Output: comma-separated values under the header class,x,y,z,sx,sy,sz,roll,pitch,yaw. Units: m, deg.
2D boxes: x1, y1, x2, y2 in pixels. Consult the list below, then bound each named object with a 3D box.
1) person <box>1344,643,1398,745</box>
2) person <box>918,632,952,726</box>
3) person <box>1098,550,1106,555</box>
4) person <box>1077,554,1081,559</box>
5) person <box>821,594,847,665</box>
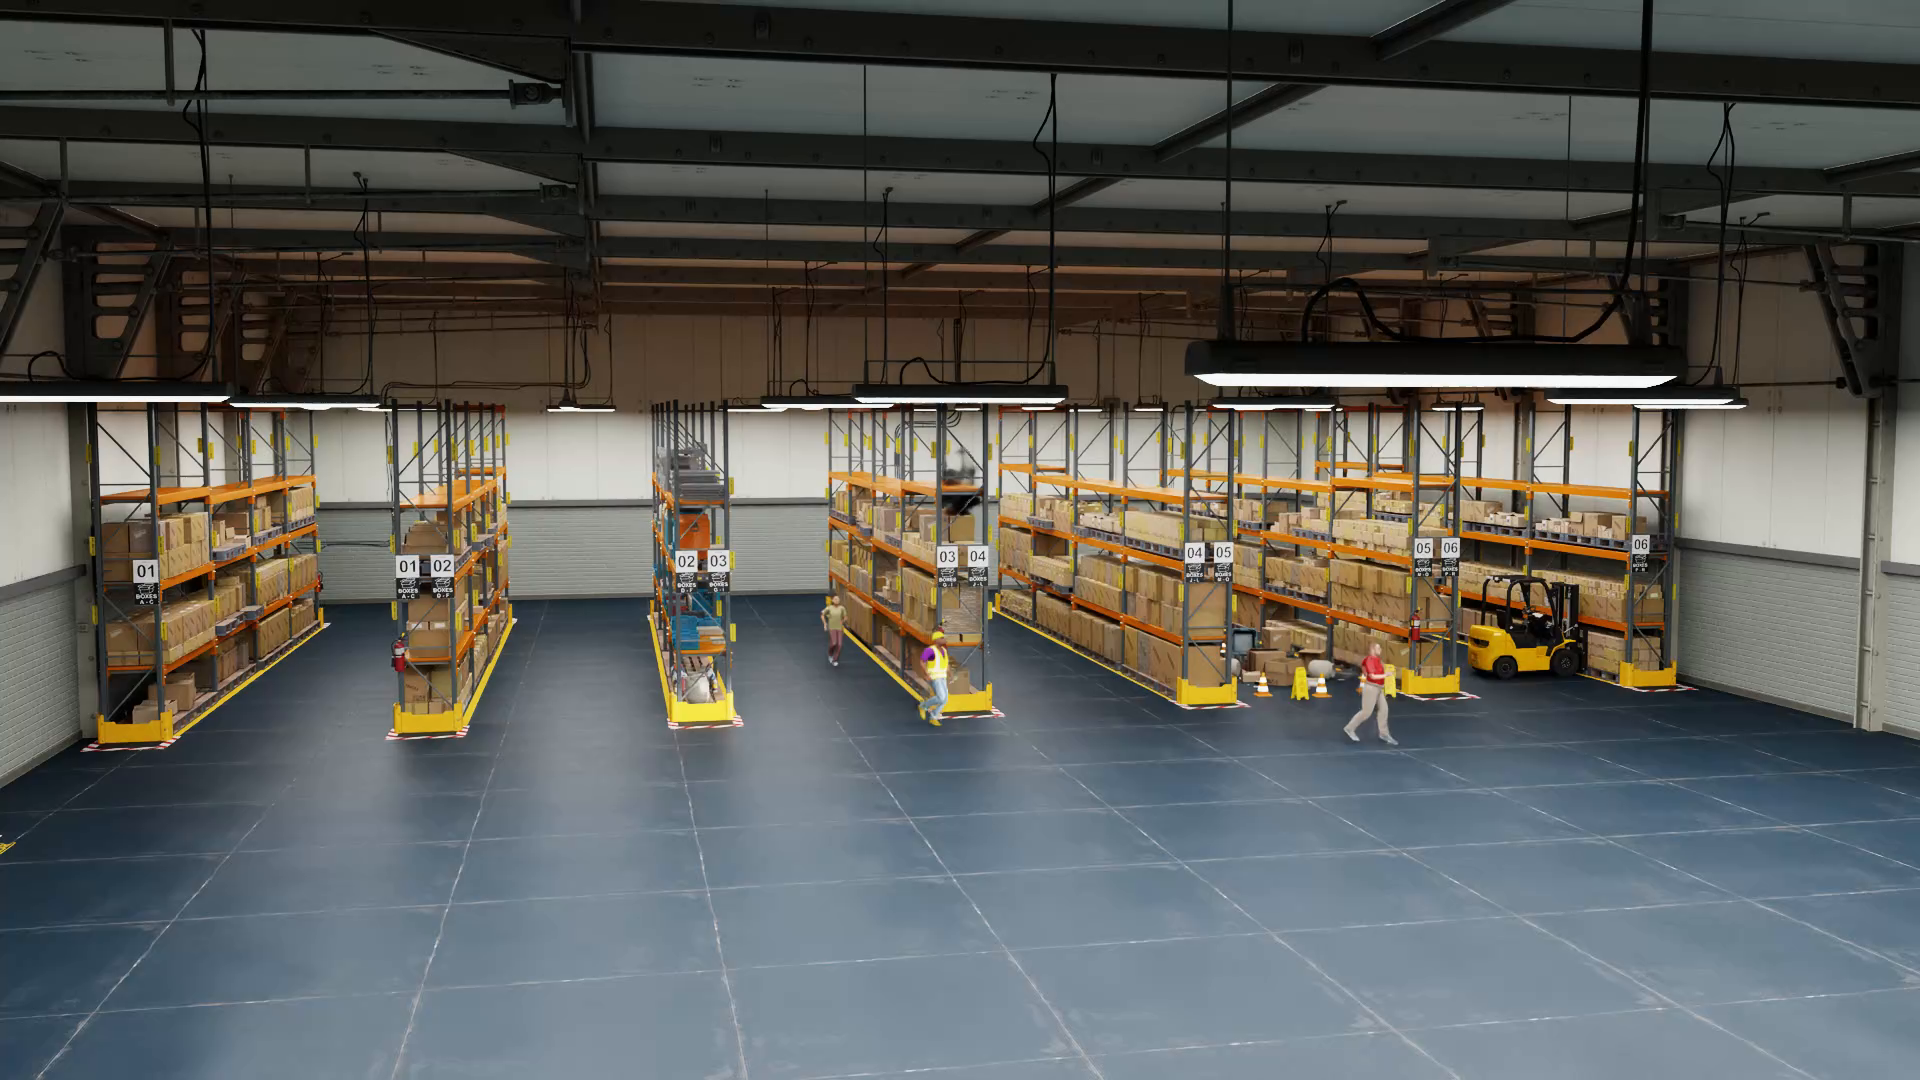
class,x,y,z,sx,sy,sz,roll,pitch,yaw
person,7.156,2.664,28.950,0.908,1.764,0.655,2,5,25
person,-0.431,2.561,30.825,0.551,1.731,0.729,3,5,33
person,4.705,1.132,50.701,1.015,1.645,0.667,0,4,-3
person,3.365,1.223,48.742,0.603,1.656,0.592,-2,5,-24
person,-2.824,2.051,37.819,0.566,1.629,0.549,-1,5,-19
